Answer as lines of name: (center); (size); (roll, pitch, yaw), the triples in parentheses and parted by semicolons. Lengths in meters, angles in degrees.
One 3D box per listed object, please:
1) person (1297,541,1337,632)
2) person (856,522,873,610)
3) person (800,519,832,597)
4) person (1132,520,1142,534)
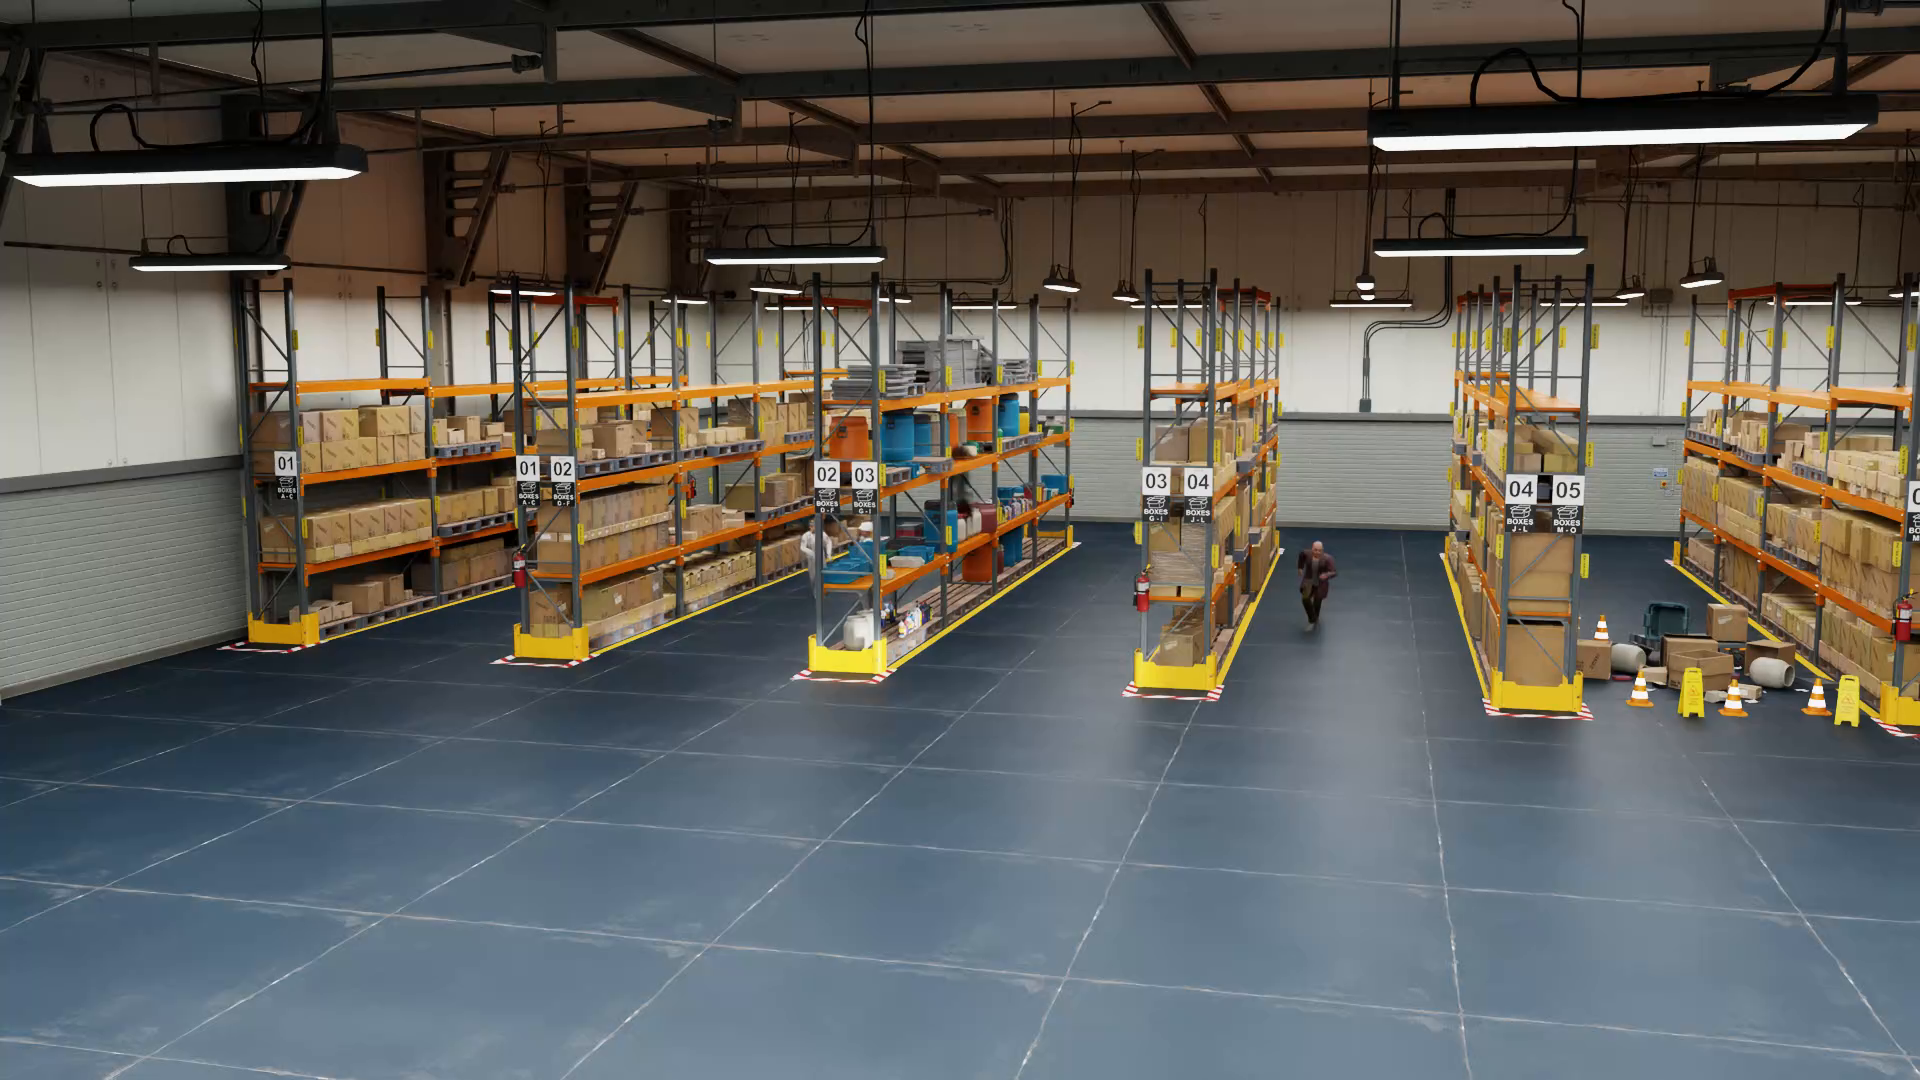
person: (6.165, 0.766, 28.736); (0.697, 1.588, 1.193); (2, 7, 15)
person: (-1.663, 0.531, 30.048); (0.543, 1.765, 0.721); (-2, 7, -18)
person: (-2.795, 0.354, 32.337); (0.606, 1.573, 0.746); (-1, 7, -5)
person: (4.828, -0.811, 41.768); (1.090, 1.609, 0.720); (6, 9, 41)
